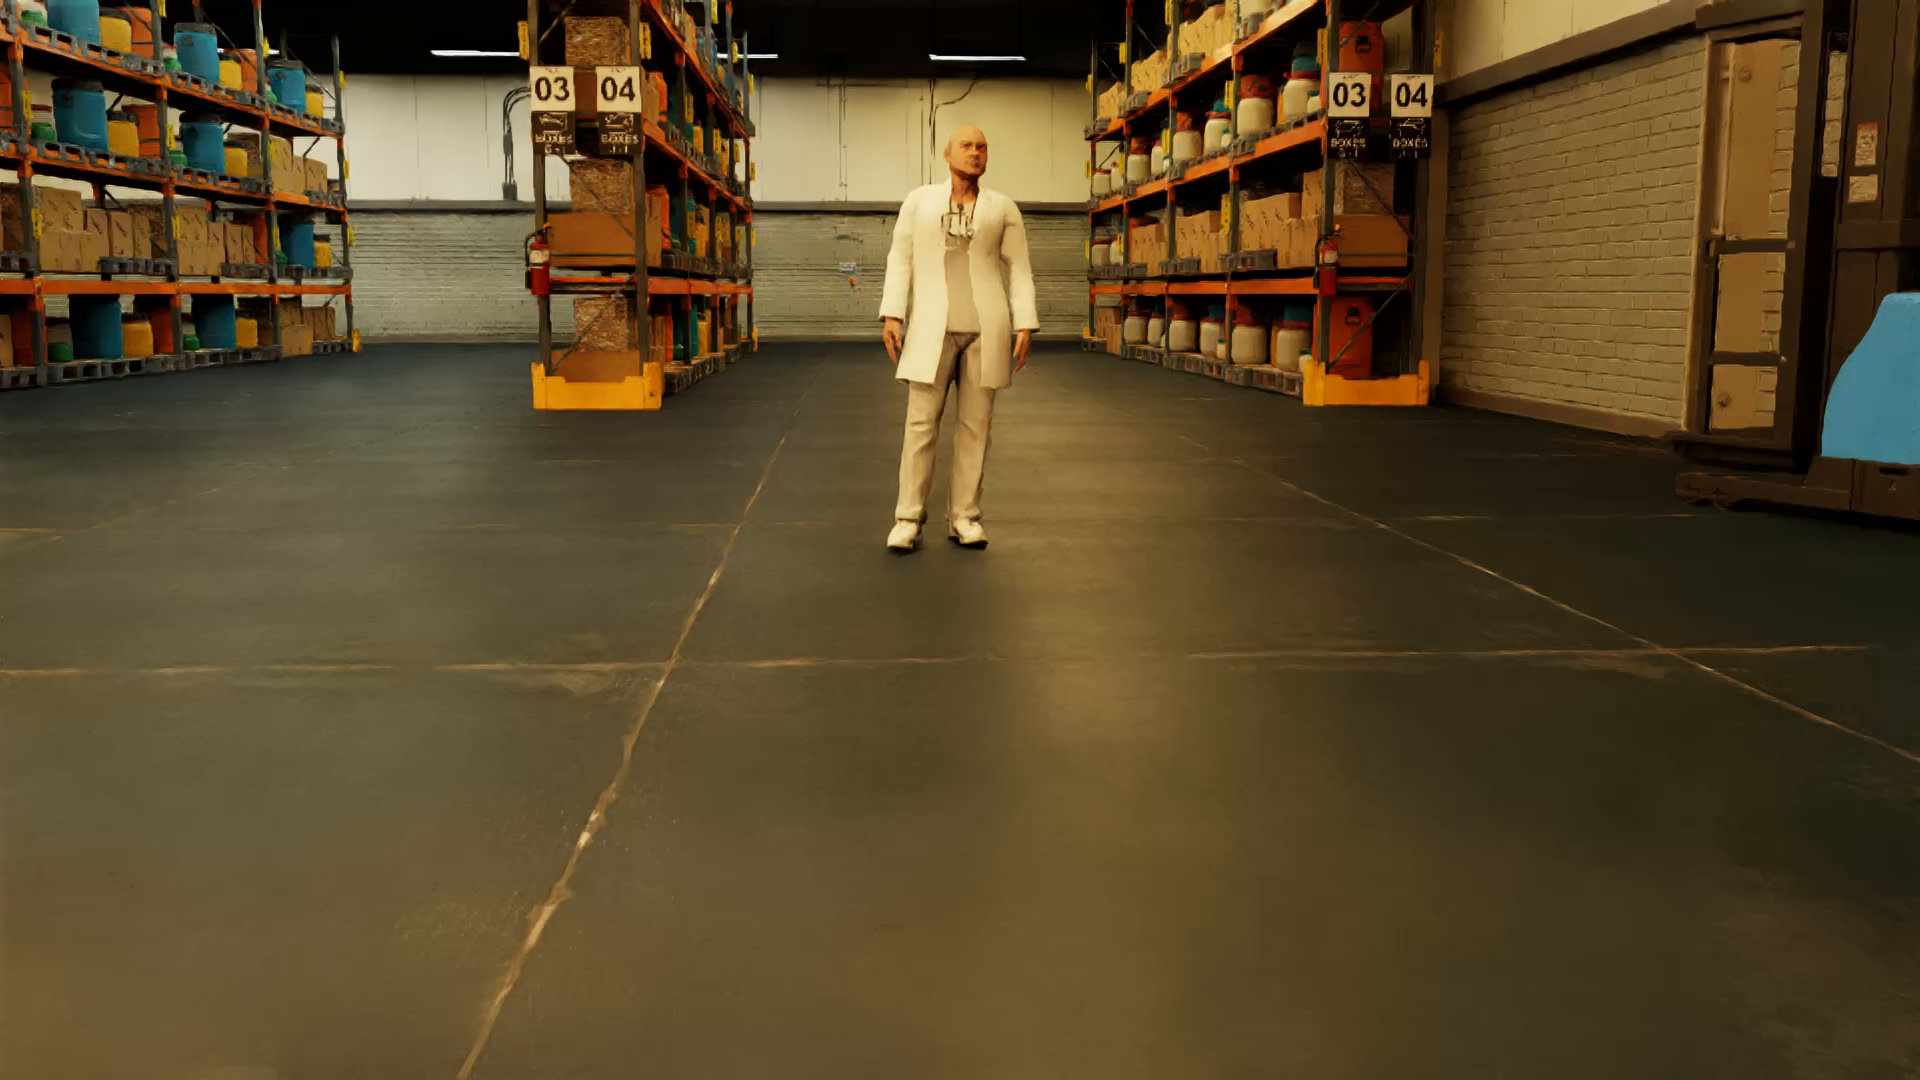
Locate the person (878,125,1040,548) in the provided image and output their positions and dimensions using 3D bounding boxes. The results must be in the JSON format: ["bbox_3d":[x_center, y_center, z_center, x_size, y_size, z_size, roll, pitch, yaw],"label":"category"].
[{"bbox_3d":[0.001,-0.873,7.088,0.694,1.776,0.579,-1,8,-4],"label":"person"}]

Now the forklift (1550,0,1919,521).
[{"bbox_3d":[4.367,-1.632,8.325,1.130,2.935,3.031,-4,9,-23],"label":"forklift"}]
